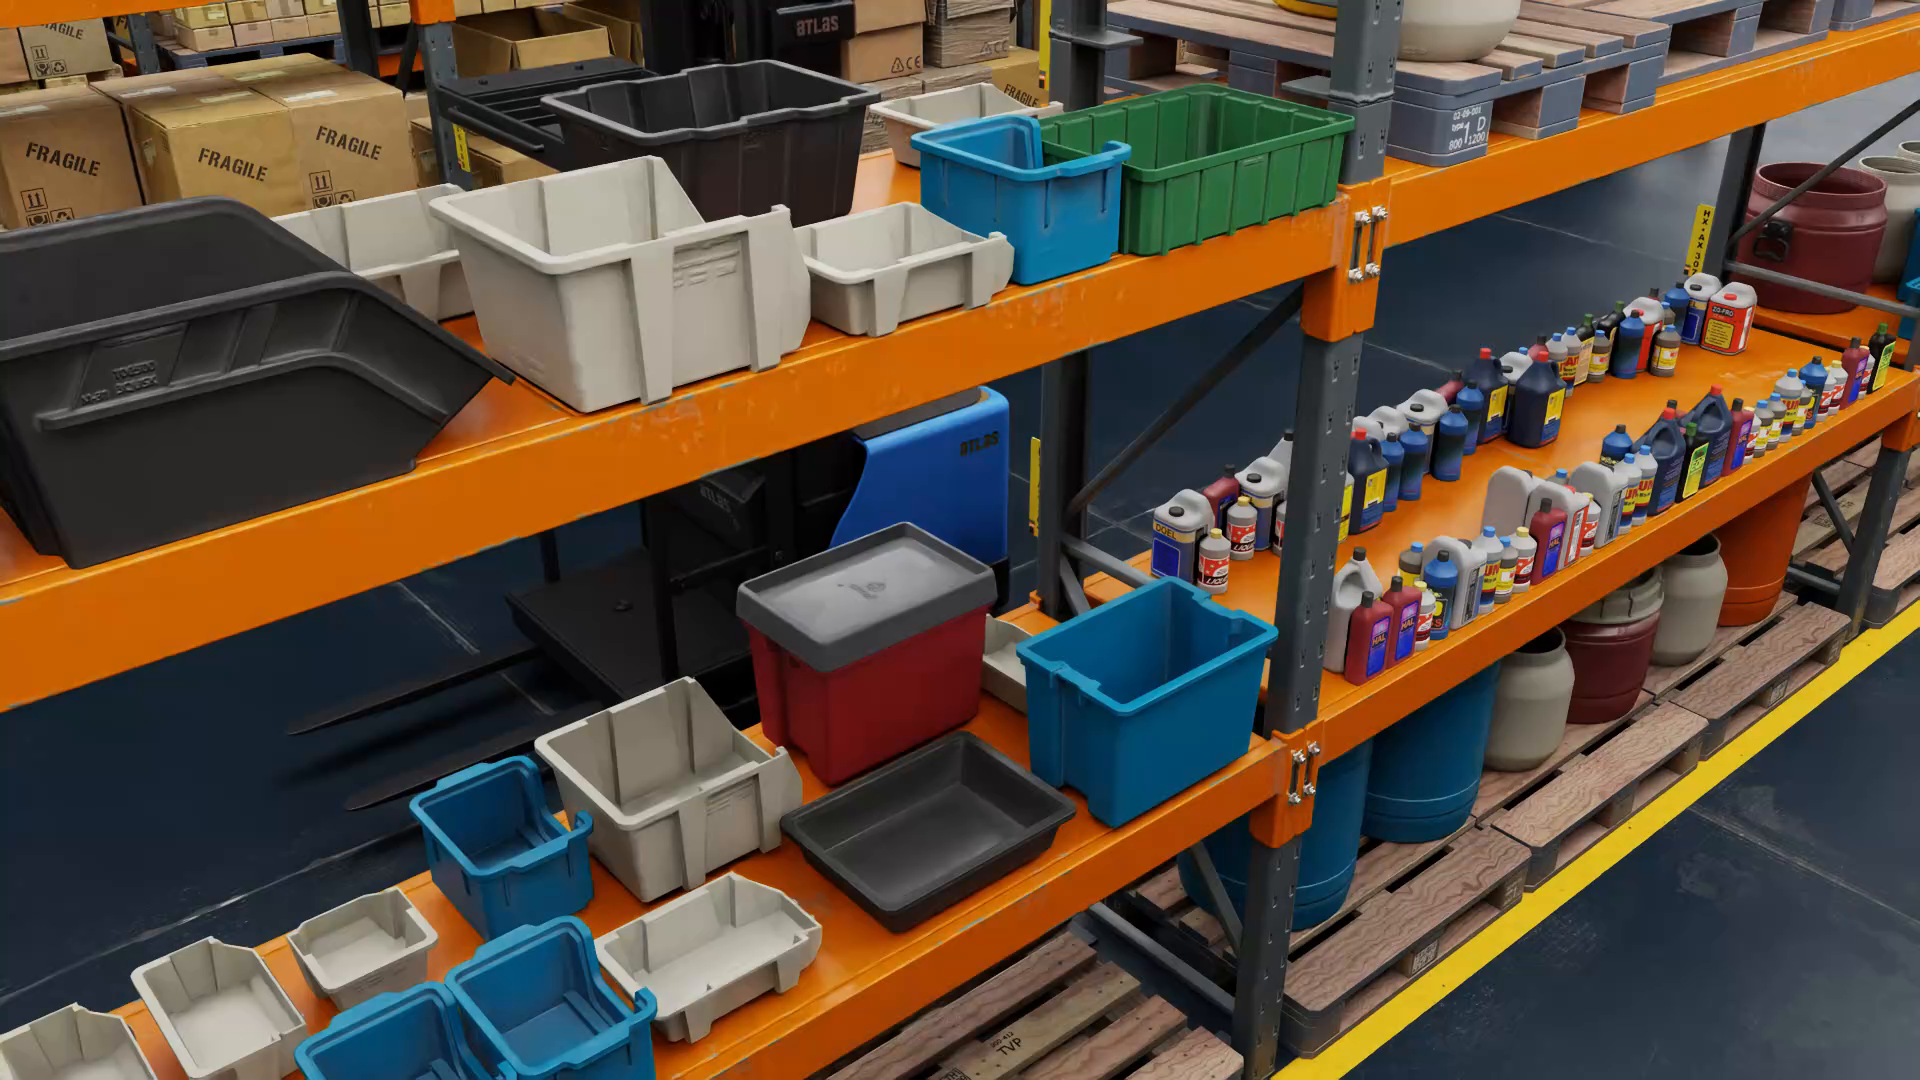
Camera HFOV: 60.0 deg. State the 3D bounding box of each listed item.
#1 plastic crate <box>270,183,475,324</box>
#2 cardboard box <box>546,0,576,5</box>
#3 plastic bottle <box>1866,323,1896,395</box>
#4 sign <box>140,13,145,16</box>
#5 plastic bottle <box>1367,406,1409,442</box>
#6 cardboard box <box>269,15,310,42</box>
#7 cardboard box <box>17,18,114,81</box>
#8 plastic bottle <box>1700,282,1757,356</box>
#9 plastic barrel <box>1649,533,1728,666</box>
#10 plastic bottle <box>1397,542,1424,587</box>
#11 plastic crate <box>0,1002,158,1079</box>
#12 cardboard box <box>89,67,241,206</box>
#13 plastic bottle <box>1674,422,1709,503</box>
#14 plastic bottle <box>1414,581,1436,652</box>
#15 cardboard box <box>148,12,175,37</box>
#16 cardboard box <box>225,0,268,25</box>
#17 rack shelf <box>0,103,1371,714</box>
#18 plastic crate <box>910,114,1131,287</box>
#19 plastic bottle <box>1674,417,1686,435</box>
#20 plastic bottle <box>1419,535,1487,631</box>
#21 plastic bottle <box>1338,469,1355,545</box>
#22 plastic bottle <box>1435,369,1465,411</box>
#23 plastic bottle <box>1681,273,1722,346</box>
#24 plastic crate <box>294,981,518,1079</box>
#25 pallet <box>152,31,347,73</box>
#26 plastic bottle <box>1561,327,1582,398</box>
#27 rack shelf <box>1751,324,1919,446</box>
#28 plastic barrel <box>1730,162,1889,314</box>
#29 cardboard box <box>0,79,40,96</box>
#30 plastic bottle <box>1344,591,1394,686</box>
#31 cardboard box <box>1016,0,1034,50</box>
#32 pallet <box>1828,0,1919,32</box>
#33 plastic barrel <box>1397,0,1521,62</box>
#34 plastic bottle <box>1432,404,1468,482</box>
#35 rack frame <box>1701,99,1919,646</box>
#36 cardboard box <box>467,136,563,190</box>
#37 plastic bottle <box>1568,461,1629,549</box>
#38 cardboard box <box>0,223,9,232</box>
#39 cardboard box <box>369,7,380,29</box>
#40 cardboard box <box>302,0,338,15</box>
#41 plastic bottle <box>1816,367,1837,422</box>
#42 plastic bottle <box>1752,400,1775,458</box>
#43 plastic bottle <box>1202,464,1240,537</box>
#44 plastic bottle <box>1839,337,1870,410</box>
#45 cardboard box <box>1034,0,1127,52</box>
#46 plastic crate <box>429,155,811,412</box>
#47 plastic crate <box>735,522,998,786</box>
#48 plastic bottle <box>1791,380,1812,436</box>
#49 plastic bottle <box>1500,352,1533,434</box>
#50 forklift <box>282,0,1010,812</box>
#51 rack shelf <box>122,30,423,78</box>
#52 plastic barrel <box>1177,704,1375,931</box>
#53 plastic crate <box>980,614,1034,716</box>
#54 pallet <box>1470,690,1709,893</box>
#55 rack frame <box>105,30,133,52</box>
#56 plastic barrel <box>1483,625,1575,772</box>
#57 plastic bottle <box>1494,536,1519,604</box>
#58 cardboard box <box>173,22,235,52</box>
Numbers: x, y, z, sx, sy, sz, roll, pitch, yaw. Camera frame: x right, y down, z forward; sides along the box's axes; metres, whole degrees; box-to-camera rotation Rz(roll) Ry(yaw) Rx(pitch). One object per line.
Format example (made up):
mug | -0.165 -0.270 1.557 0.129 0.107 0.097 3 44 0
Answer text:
plastic crate | -1.028 -0.533 3.163 0.530 0.136 0.437 -22 35 -35
cardboard box | -3.173 -4.243 12.828 0.250 0.149 0.380 -21 35 -34
plastic bottle | 3.616 -0.725 6.547 0.133 0.283 0.061 -22 35 -35
sign | -5.395 -3.604 10.893 0.005 0.325 0.100 -22 35 -35
plastic bottle | 1.458 -0.318 5.795 0.135 0.276 0.152 -22 35 -35
cardboard box | -4.755 -3.607 11.637 0.250 0.149 0.380 -22 35 -35
cardboard box | -5.938 -3.341 10.897 0.500 0.500 0.500 -22 35 -35
plastic bottle | 3.206 -0.927 6.934 0.135 0.276 0.152 -22 35 -35
plastic barrel | 2.914 0.220 6.850 0.421 0.512 0.421 0 28 0
plastic bottle | 1.386 0.102 5.087 0.097 0.201 0.097 0 28 0
plastic crate | -1.707 1.086 3.251 0.243 0.136 0.396 -22 35 -35
cardboard box | -3.521 -1.798 7.480 0.500 0.500 0.500 -22 35 -35
plastic bottle | 2.504 -0.278 5.711 0.133 0.283 0.061 -22 35 -35
plastic bottle | 1.337 0.216 4.873 0.097 0.201 0.097 0 28 0
cardboard box | -5.580 -3.681 11.777 0.250 0.149 0.380 -23 36 -36
cardboard box | -4.959 -3.656 11.414 0.250 0.149 0.380 -23 36 -36
rack shelf | -0.918 -0.223 3.066 4.000 0.370 1.077 -22 35 -35
plastic crate | 0.118 -0.685 3.345 0.300 0.233 0.416 -22 35 -35
plastic bottle | 2.465 -0.300 5.752 0.133 0.283 0.061 -22 35 -35
plastic bottle | 1.481 0.109 4.996 0.135 0.276 0.152 -22 35 -35
plastic bottle | 1.184 -0.154 5.409 0.185 0.351 0.144 -22 35 -35
plastic bottle | 1.780 -0.480 6.089 0.133 0.283 0.061 -22 35 -35
plastic bottle | 3.108 -0.982 7.036 0.135 0.276 0.152 -22 35 -35
plastic crate | -1.036 1.081 3.158 0.300 0.233 0.416 -22 35 -35
pallet | -5.078 -3.512 11.842 1.213 0.211 1.003 -22 35 -35
plastic bottle | 2.373 -0.701 6.516 0.097 0.271 0.097 0 28 0
rack shelf | 5.168 -1.347 8.352 4.000 0.370 1.077 -22 35 -35
plastic barrel | 3.803 -1.364 7.475 0.708 0.536 0.600 -22 35 -35
cardboard box | -6.186 -2.954 10.862 0.250 0.149 0.380 -20 34 -33
plastic bottle | 1.160 0.263 4.699 0.133 0.283 0.061 -22 35 -35
cardboard box | 0.856 -5.277 16.751 0.875 0.875 0.875 -21 35 -34
pallet | 3.001 -2.094 6.003 1.213 0.211 1.003 -22 35 -35
plastic barrel | 1.167 -1.468 4.043 0.433 0.535 0.433 0 28 0
plastic bottle | 1.729 -0.348 5.855 0.097 0.271 0.097 0 28 0
rack frame | 3.647 -1.053 7.038 0.127 3.000 1.000 -22 35 -35
cardboard box | -2.099 -1.700 8.143 0.500 0.500 0.500 -22 35 -35
plastic bottle | 2.084 -0.134 5.449 0.135 0.276 0.152 -22 35 -35
cardboard box | -4.291 -1.162 7.085 0.500 0.250 0.500 -22 35 -35
cardboard box | -4.370 -3.761 11.926 0.250 0.149 0.380 -24 36 -37
cardboard box | -4.566 -3.815 11.711 0.250 0.149 0.380 -24 36 -37
plastic bottle | 3.267 -0.559 6.325 0.097 0.201 0.097 0 28 0
plastic bottle | 2.896 -0.411 6.047 0.097 0.201 0.097 0 28 0
plastic bottle | 0.840 -0.101 5.381 0.133 0.283 0.061 -22 35 -35
plastic bottle | 3.440 -0.654 6.415 0.133 0.283 0.061 -22 35 -35
cardboard box | 0.817 -3.238 10.574 0.500 0.500 0.500 23 36 36
plastic crate | -0.553 -0.444 2.841 0.530 0.282 0.437 -22 35 -35
plastic crate | -0.238 0.299 4.376 0.583 0.464 0.402 -22 35 -35
plastic bottle | 3.119 -0.500 6.214 0.097 0.201 0.097 0 28 0
plastic bottle | 2.053 -0.557 6.242 0.135 0.276 0.152 -22 35 -35
forklift | -1.234 -0.697 6.444 3.031 2.935 1.130 -21 35 -34
rack shelf | -4.232 -3.709 12.771 4.000 0.370 1.077 -22 35 -35
plastic barrel | 1.029 0.751 5.444 0.708 0.901 0.600 -22 35 -35
plastic crate | 0.157 0.352 4.626 0.243 0.136 0.396 -22 35 -35
pallet | 2.146 0.804 6.521 1.213 0.211 1.003 -22 35 -35
rack frame | -5.751 -3.413 11.455 0.053 2.616 0.949 -22 35 -35
plastic barrel | 2.055 0.565 6.204 0.421 0.512 0.421 0 28 0
plastic bottle | 1.662 0.086 5.117 0.097 0.201 0.097 0 28 0
cardboard box | -5.155 -3.445 11.334 0.250 0.149 0.380 -24 36 -37
